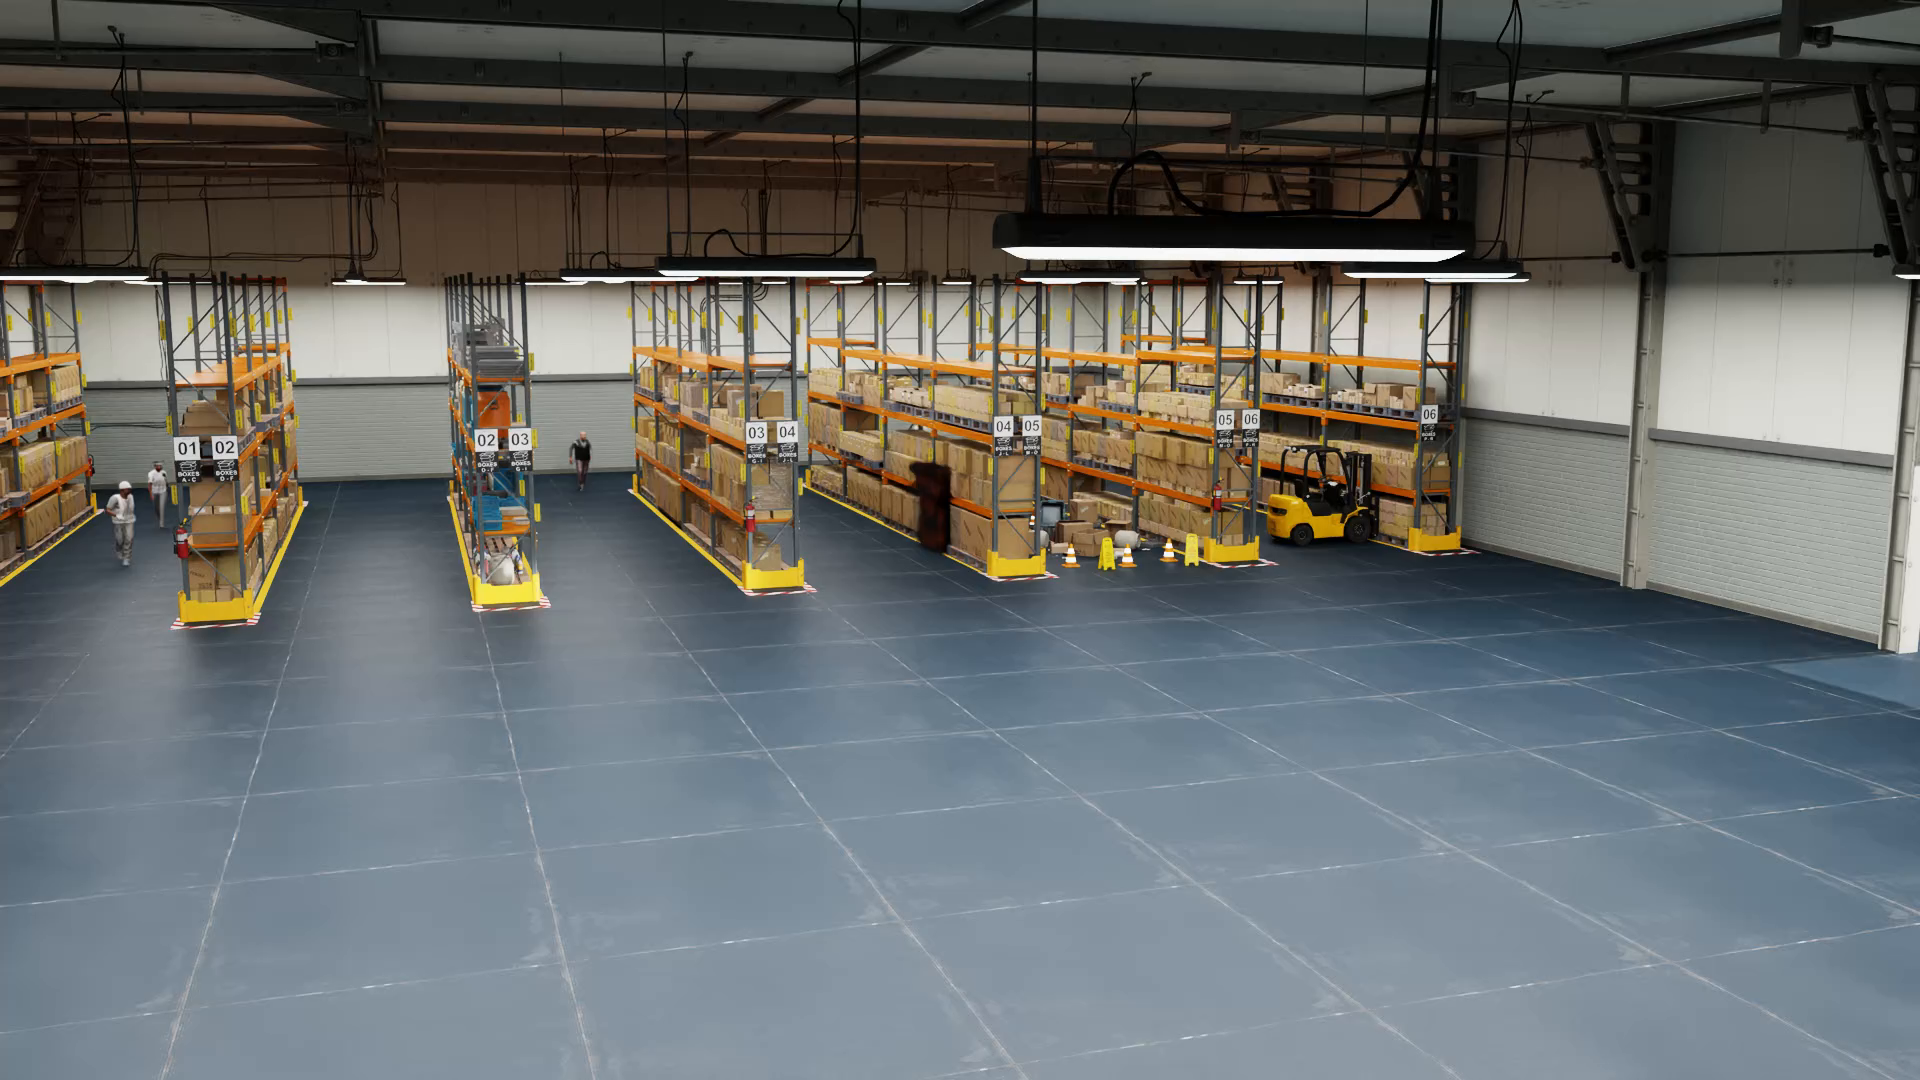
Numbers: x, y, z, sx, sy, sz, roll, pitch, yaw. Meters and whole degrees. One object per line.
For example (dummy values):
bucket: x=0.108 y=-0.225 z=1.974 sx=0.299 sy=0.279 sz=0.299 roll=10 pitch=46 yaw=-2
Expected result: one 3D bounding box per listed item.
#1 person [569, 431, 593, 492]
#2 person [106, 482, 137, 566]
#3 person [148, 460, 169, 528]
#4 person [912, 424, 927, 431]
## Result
person: x=-10.815 y=-2.246 z=47.508 sx=0.646 sy=1.743 sz=0.885 roll=-4 pitch=9 yaw=-24
person: x=-17.508 y=-0.356 z=34.693 sx=0.592 sy=1.751 sz=0.753 roll=-6 pitch=11 yaw=-36
person: x=-19.310 y=-1.126 z=40.128 sx=0.427 sy=1.628 sz=0.928 roll=-2 pitch=9 yaw=-10
person: x=-1.233 y=-3.018 z=52.169 sx=0.862 sy=1.758 sz=0.602 roll=-6 pitch=10 yaw=-34
